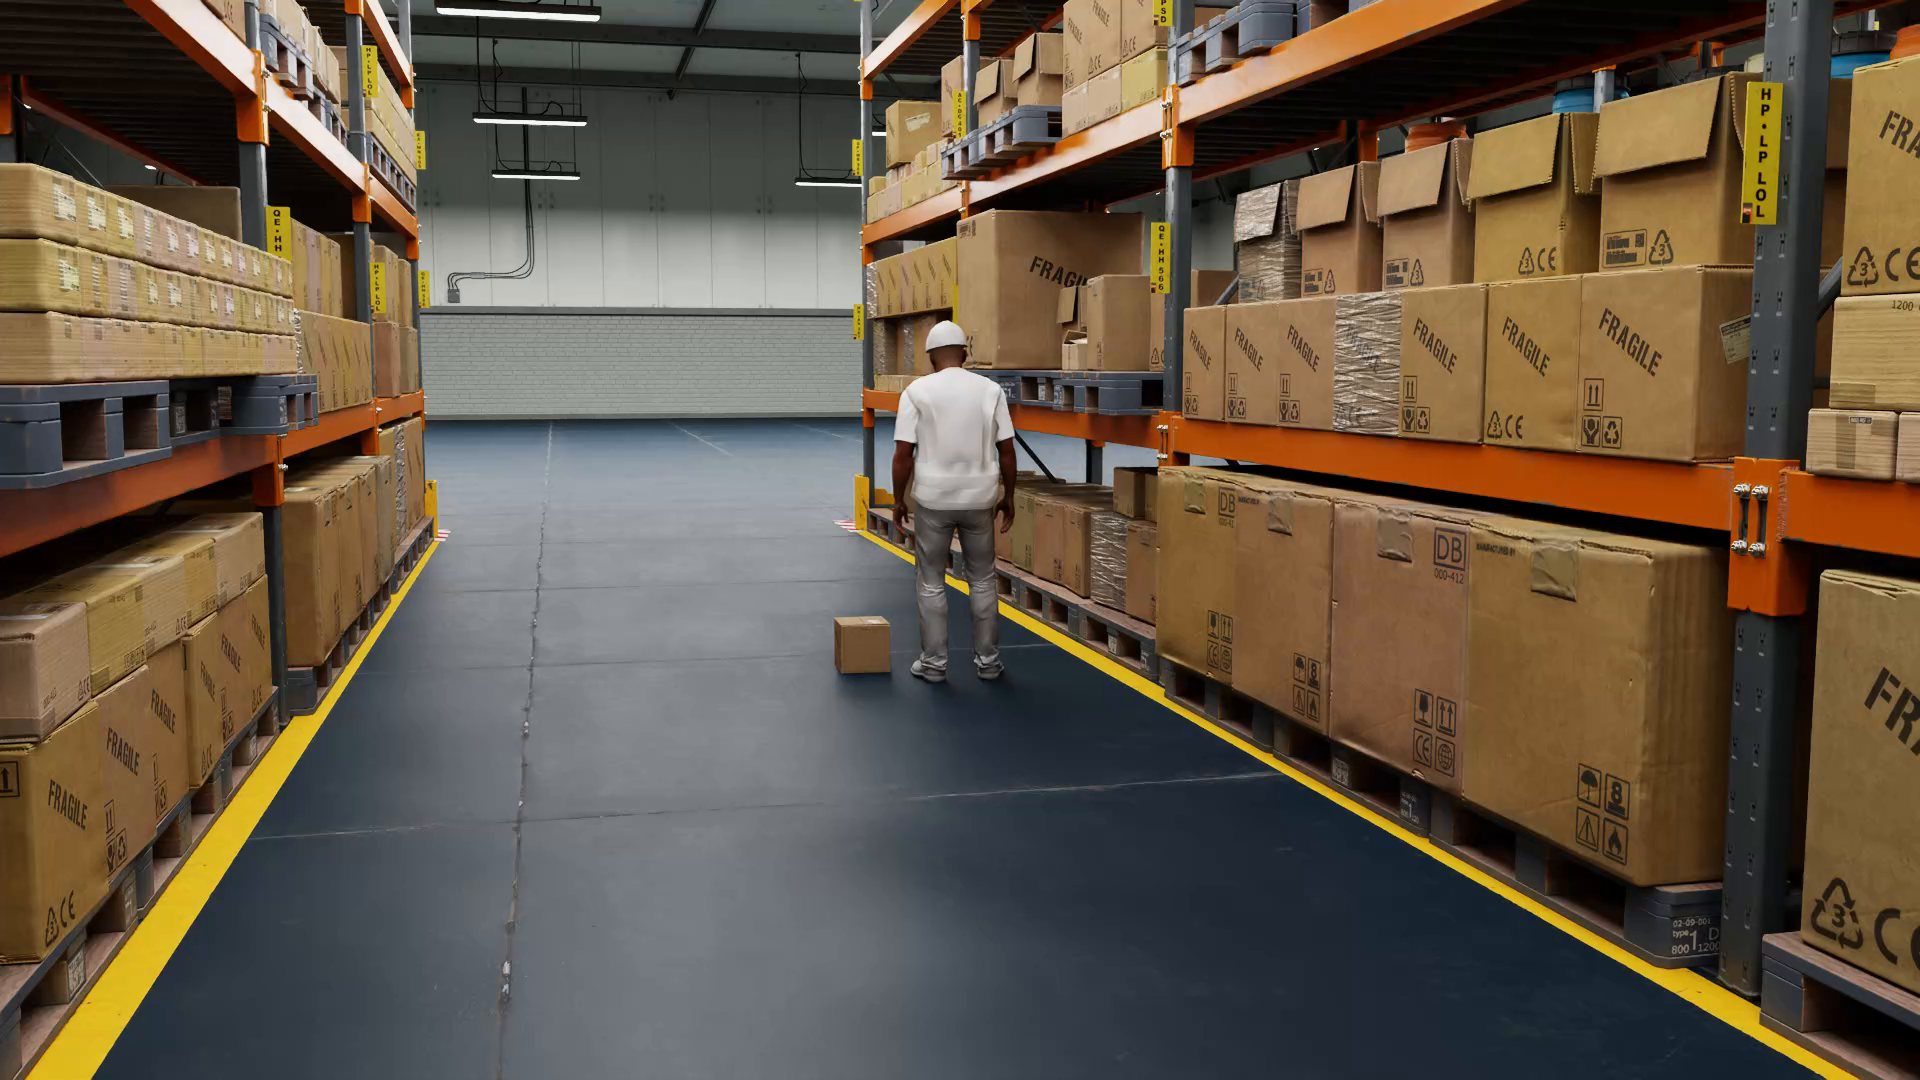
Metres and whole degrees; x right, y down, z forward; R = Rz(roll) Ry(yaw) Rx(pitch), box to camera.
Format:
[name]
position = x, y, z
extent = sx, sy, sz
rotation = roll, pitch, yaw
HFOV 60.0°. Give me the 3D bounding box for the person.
[person]
position = -0.031, -0.192, 8.176
extent = 0.625, 1.760, 0.459
rotation = -1, 6, -11
